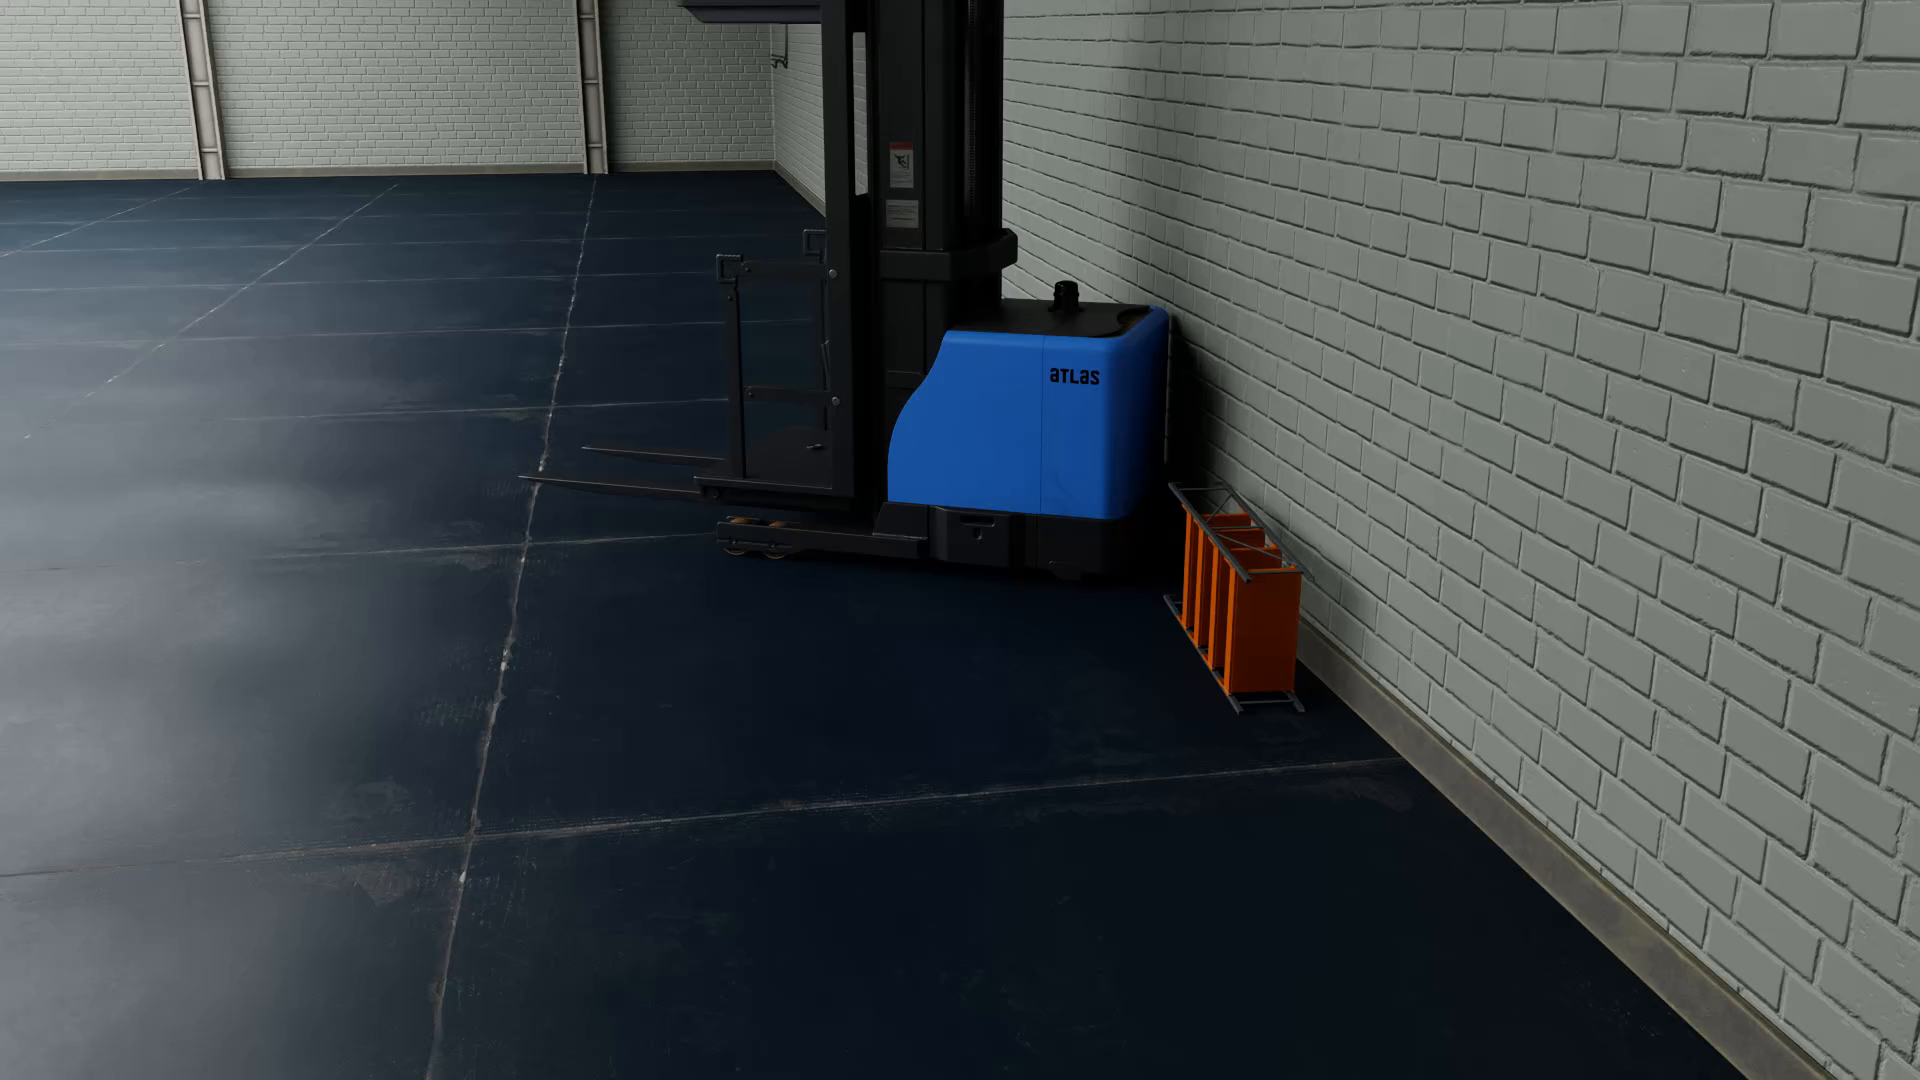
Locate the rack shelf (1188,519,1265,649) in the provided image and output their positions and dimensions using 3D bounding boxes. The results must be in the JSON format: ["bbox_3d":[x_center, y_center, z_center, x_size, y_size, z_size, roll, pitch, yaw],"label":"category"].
[{"bbox_3d":[1.025,0.165,6.382,0.258,0.480,0.148,-2,18,-6],"label":"rack shelf"}]

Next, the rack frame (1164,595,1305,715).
[{"bbox_3d":[1.032,0.417,6.394,0.240,0.015,1.200,-2,18,-6],"label":"rack frame"}]

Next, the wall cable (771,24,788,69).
[{"bbox_3d":[-2.926,-8.728,26.189,0.112,2.526,3.097,-3,17,-10],"label":"wall cable"}]

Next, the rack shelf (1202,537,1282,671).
[{"bbox_3d":[1.048,0.233,6.170,0.258,0.480,0.148,-2,18,-6],"label":"rack shelf"}]

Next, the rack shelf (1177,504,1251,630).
[{"bbox_3d":[1.005,0.104,6.570,0.258,0.480,0.148,-2,18,-6],"label":"rack shelf"}]

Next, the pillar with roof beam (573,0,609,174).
[{"bbox_3d":[-5.253,-9.188,22.400,0.400,9.000,9.100,-3,17,-10],"label":"pillar with roof beam"}]

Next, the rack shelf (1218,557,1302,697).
[{"bbox_3d":[1.072,0.306,5.947,0.258,0.480,0.148,-2,18,-6],"label":"rack shelf"}]

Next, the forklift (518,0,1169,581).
[{"bbox_3d":[-0.597,-1.456,7.559,3.031,2.935,1.130,5,18,17],"label":"forklift"}]

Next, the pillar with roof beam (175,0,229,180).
[{"bbox_3d":[-11.144,-8.854,21.312,0.400,9.000,9.100,-3,17,-10],"label":"pillar with roof beam"}]

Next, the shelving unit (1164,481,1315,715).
[{"bbox_3d":[1.032,0.185,6.318,0.258,0.503,1.200,-2,18,-6],"label":"shelving unit"}]

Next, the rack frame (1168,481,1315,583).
[{"bbox_3d":[1.032,-0.047,6.243,0.240,0.015,1.200,-2,18,-6],"label":"rack frame"}]
